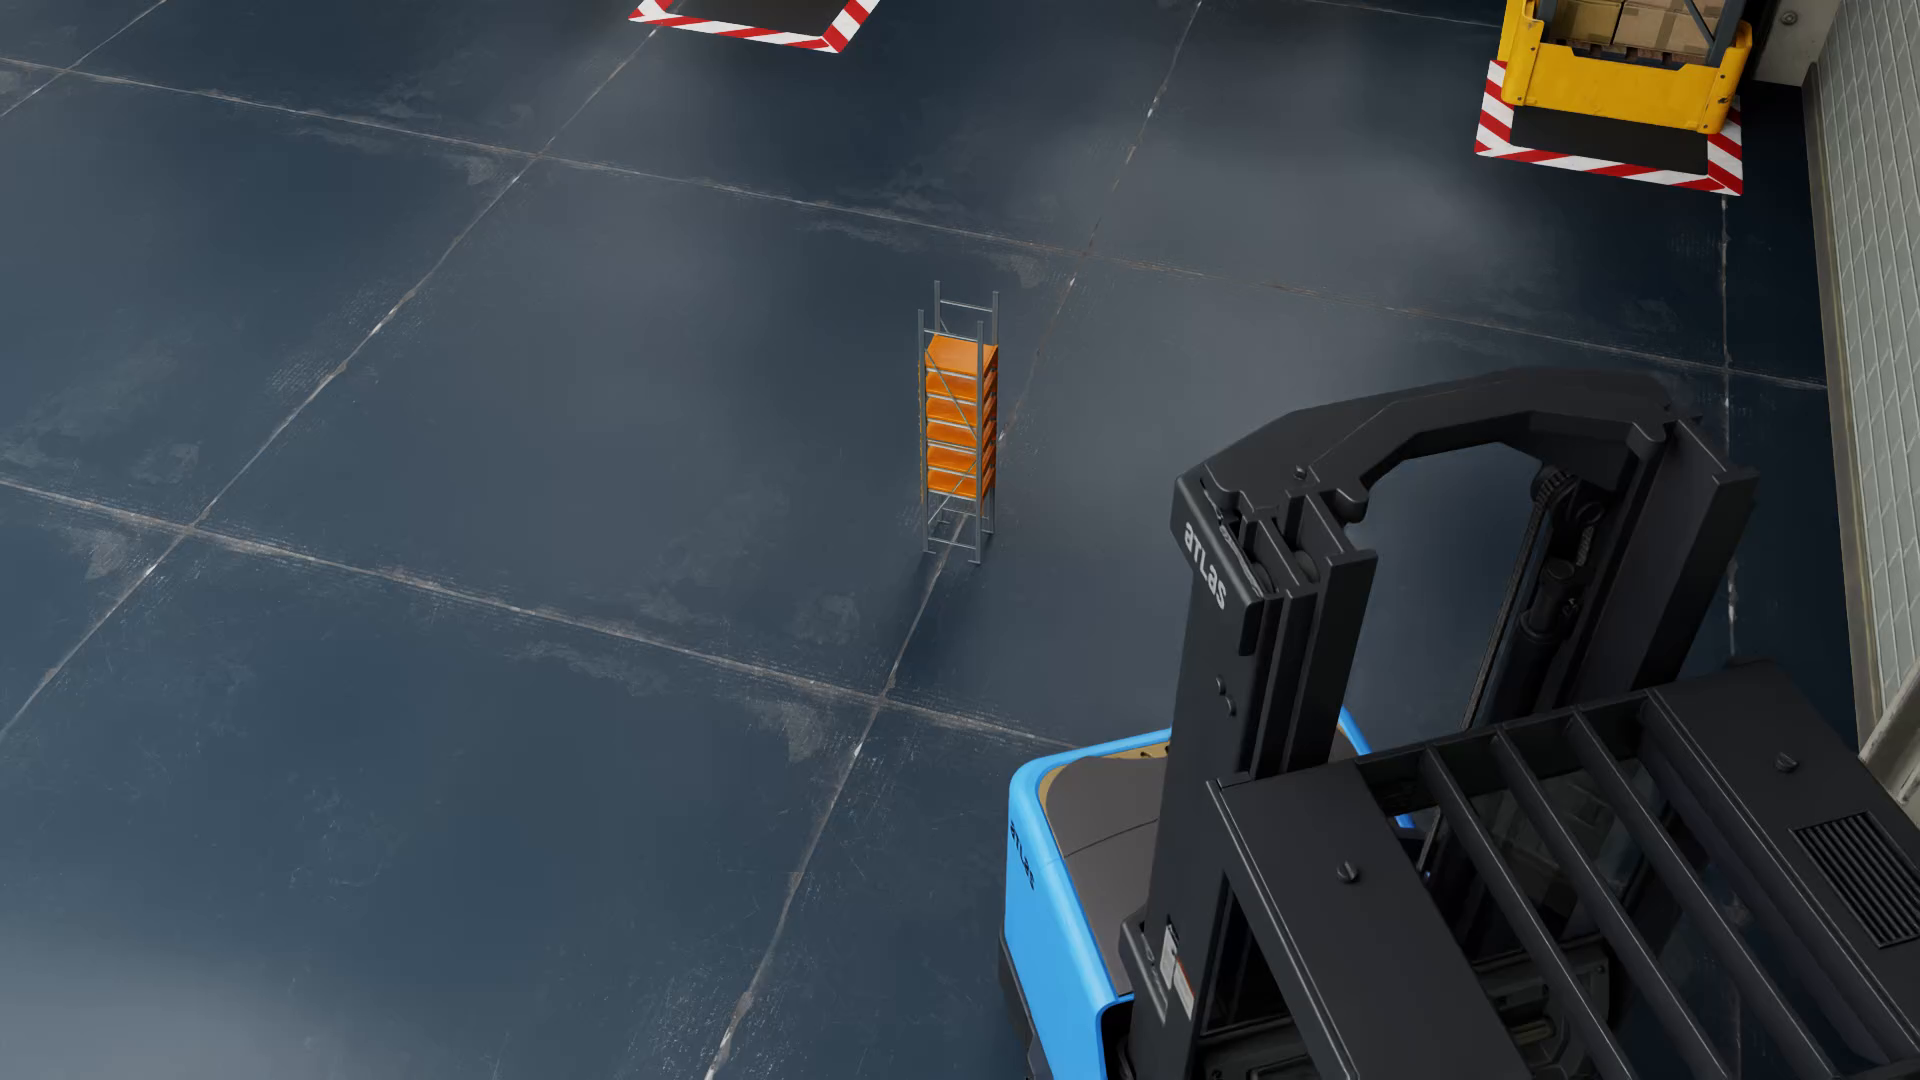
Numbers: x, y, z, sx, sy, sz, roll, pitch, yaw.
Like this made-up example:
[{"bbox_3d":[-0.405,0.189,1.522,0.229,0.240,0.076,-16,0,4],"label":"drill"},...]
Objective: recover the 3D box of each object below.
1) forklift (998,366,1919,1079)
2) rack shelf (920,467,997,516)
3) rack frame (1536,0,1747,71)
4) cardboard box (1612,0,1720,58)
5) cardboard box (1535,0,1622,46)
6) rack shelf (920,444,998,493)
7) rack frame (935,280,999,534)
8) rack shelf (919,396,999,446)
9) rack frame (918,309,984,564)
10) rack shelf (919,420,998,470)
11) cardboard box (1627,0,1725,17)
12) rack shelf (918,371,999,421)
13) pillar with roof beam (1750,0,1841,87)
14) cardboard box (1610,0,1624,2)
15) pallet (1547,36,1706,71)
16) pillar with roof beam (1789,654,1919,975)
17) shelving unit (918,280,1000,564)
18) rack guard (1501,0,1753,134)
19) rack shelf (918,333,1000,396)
[{"bbox_3d":[1.014,1.238,3.389,1.130,2.935,3.031,-11,45,-11],"label":"forklift"},{"bbox_3d":[-0.004,-0.216,6.519,0.258,0.103,0.180,13,46,12],"label":"rack shelf"},{"bbox_3d":[3.614,-3.508,8.190,1.000,3.000,0.127,13,46,13],"label":"rack frame"},{"bbox_3d":[3.949,-2.961,9.297,0.500,0.250,0.500,13,46,13],"label":"cardboard box"},{"bbox_3d":[3.456,-3.056,9.394,0.500,0.250,0.500,13,46,13],"label":"cardboard box"},{"bbox_3d":[-0.004,-0.302,6.436,0.258,0.103,0.180,13,46,12],"label":"rack shelf"},{"bbox_3d":[0.023,-0.480,6.383,0.240,1.200,0.006,13,46,12],"label":"rack frame"},{"bbox_3d":[-0.004,-0.473,6.268,0.258,0.103,0.180,13,46,12],"label":"rack shelf"},{"bbox_3d":[-0.032,-0.358,6.258,0.240,1.200,0.006,13,46,12],"label":"rack frame"},{"bbox_3d":[-0.004,-0.387,6.352,0.258,0.103,0.180,13,46,12],"label":"rack shelf"},{"bbox_3d":[3.955,-3.124,9.106,0.500,0.250,0.500,13,46,13],"label":"cardboard box"},{"bbox_3d":[-0.004,-0.559,6.184,0.258,0.103,0.180,13,46,12],"label":"rack shelf"},{"bbox_3d":[0.581,-6.837,7.303,9.100,9.000,0.400,13,46,13],"label":"pillar with roof beam"},{"bbox_3d":[3.464,-3.245,9.230,0.500,0.250,0.500,12,46,12],"label":"cardboard box"},{"bbox_3d":[3.806,-3.030,9.696,1.003,0.211,1.213,13,46,13],"label":"pallet"},{"bbox_3d":[-1.236,-2.838,3.216,9.100,9.000,0.400,13,46,13],"label":"pillar with roof beam"},{"bbox_3d":[-0.004,-0.419,6.320,0.258,1.200,0.189,13,46,12],"label":"shelving unit"},{"bbox_3d":[3.607,-2.599,9.048,1.175,0.500,0.348,13,46,13],"label":"rack guard"},{"bbox_3d":[-0.004,-0.645,6.100,0.258,0.103,0.180,13,46,12],"label":"rack shelf"}]
